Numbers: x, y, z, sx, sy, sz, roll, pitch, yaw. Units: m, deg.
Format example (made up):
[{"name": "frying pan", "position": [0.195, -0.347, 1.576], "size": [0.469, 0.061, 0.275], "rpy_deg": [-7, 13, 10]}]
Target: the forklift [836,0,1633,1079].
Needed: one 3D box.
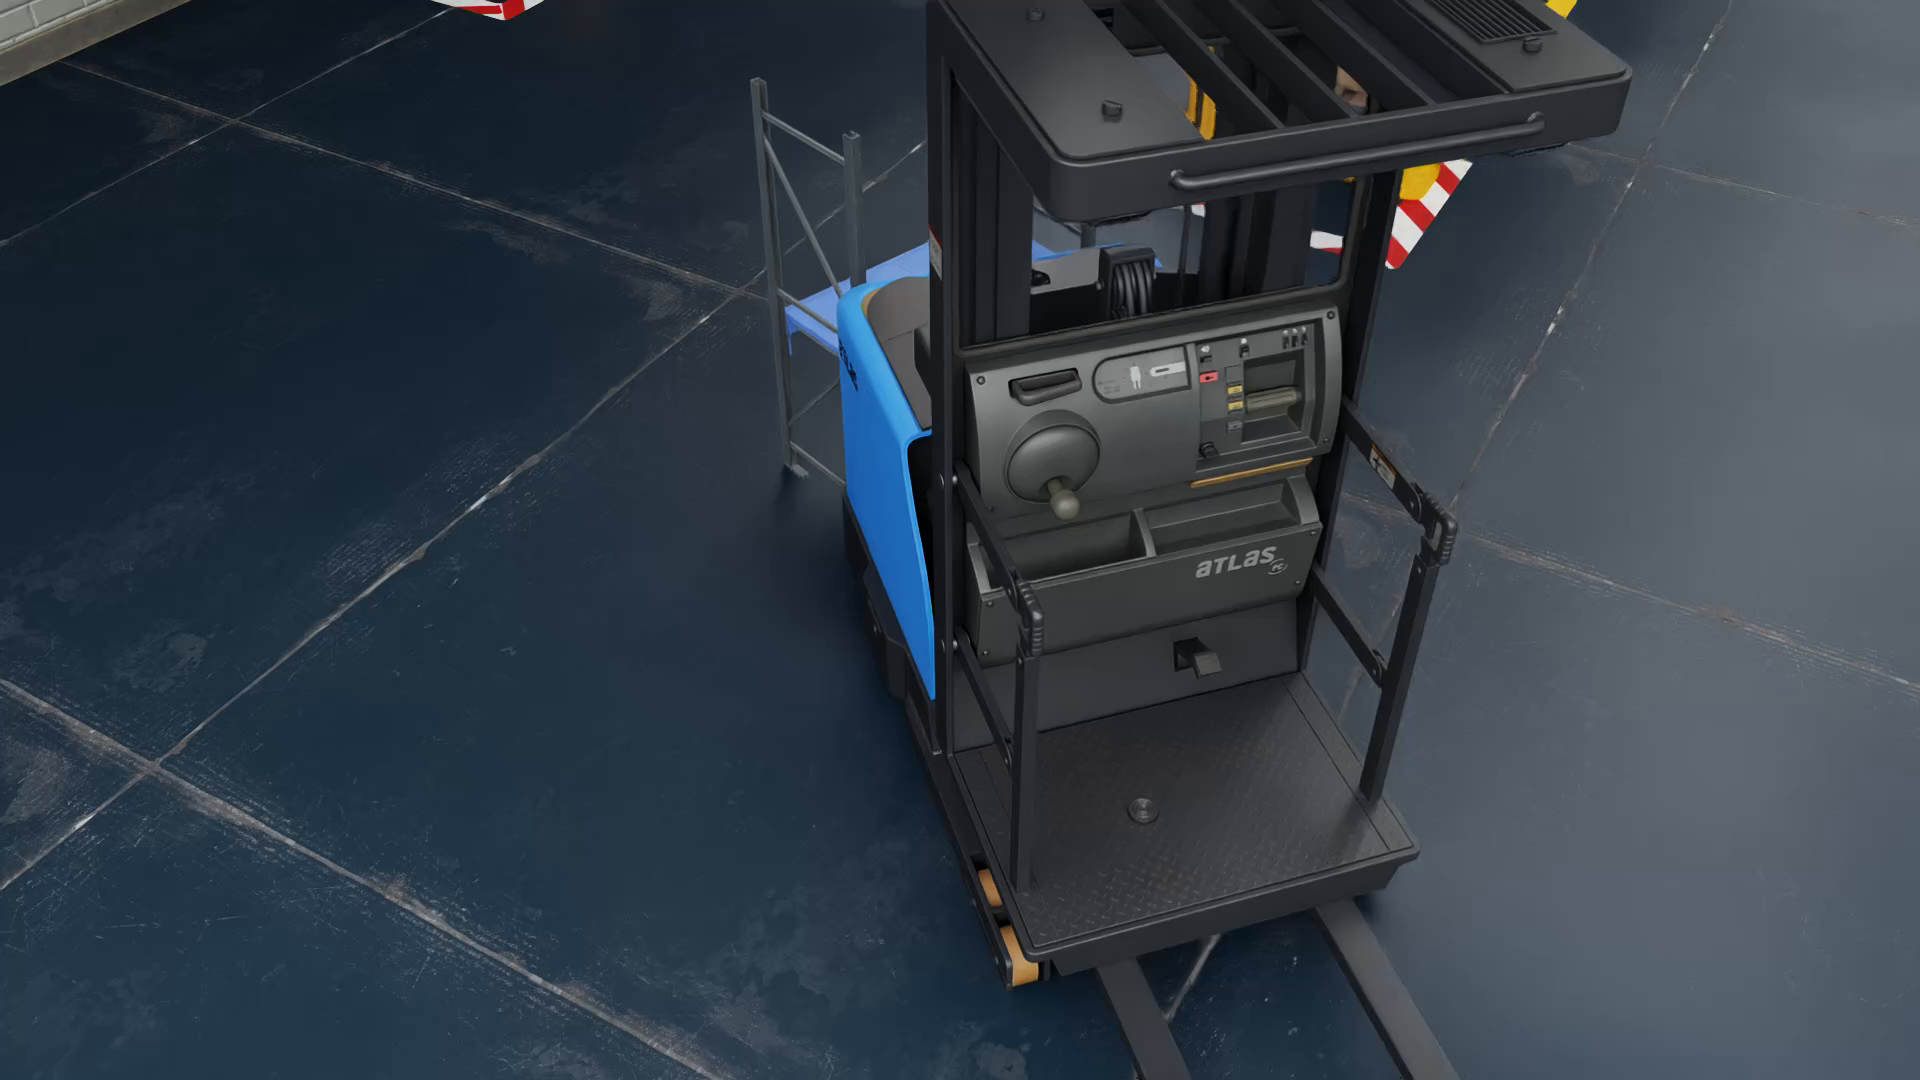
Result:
[{"name": "forklift", "position": [0.541, -0.223, 3.785], "size": [1.130, 2.935, 3.031], "rpy_deg": [-12, 43, -13]}]

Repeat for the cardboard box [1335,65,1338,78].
[{"name": "cardboard box", "position": [1.664, -2.475, 8.054], "size": [0.500, 0.250, 0.500], "rpy_deg": [21, 45, 22]}]

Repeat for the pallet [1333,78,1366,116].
[{"name": "pallet", "position": [1.998, -2.350, 8.259], "size": [1.003, 0.211, 1.213], "rpy_deg": [21, 45, 22]}]

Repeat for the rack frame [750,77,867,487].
[{"name": "rack frame", "position": [-0.465, -0.723, 5.436], "size": [0.032, 1.500, 0.500], "rpy_deg": [-30, 50, -30]}]

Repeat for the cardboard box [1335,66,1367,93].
[{"name": "cardboard box", "position": [2.113, -2.304, 7.859], "size": [0.500, 0.250, 0.500], "rpy_deg": [21, 45, 22]}]

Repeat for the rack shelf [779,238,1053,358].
[{"name": "rack shelf", "position": [-0.084, -0.810, 5.807], "size": [1.000, 0.185, 0.538], "rpy_deg": [-30, 50, -30]}]

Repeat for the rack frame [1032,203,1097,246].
[{"name": "rack frame", "position": [0.297, -1.168, 5.941], "size": [0.032, 1.500, 0.500], "rpy_deg": [-30, 50, -30]}]

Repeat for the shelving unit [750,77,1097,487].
[{"name": "shelving unit", "position": [-0.084, -0.945, 5.688], "size": [1.048, 1.500, 0.538], "rpy_deg": [-30, 50, -30]}]

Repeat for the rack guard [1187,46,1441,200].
[{"name": "rack guard", "position": [1.640, -1.993, 7.635], "size": [1.175, 0.500, 0.348], "rpy_deg": [21, 45, 22]}]

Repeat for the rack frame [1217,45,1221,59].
[{"name": "rack frame", "position": [1.652, -2.945, 6.824], "size": [1.000, 3.000, 0.127], "rpy_deg": [21, 45, 22]}]
